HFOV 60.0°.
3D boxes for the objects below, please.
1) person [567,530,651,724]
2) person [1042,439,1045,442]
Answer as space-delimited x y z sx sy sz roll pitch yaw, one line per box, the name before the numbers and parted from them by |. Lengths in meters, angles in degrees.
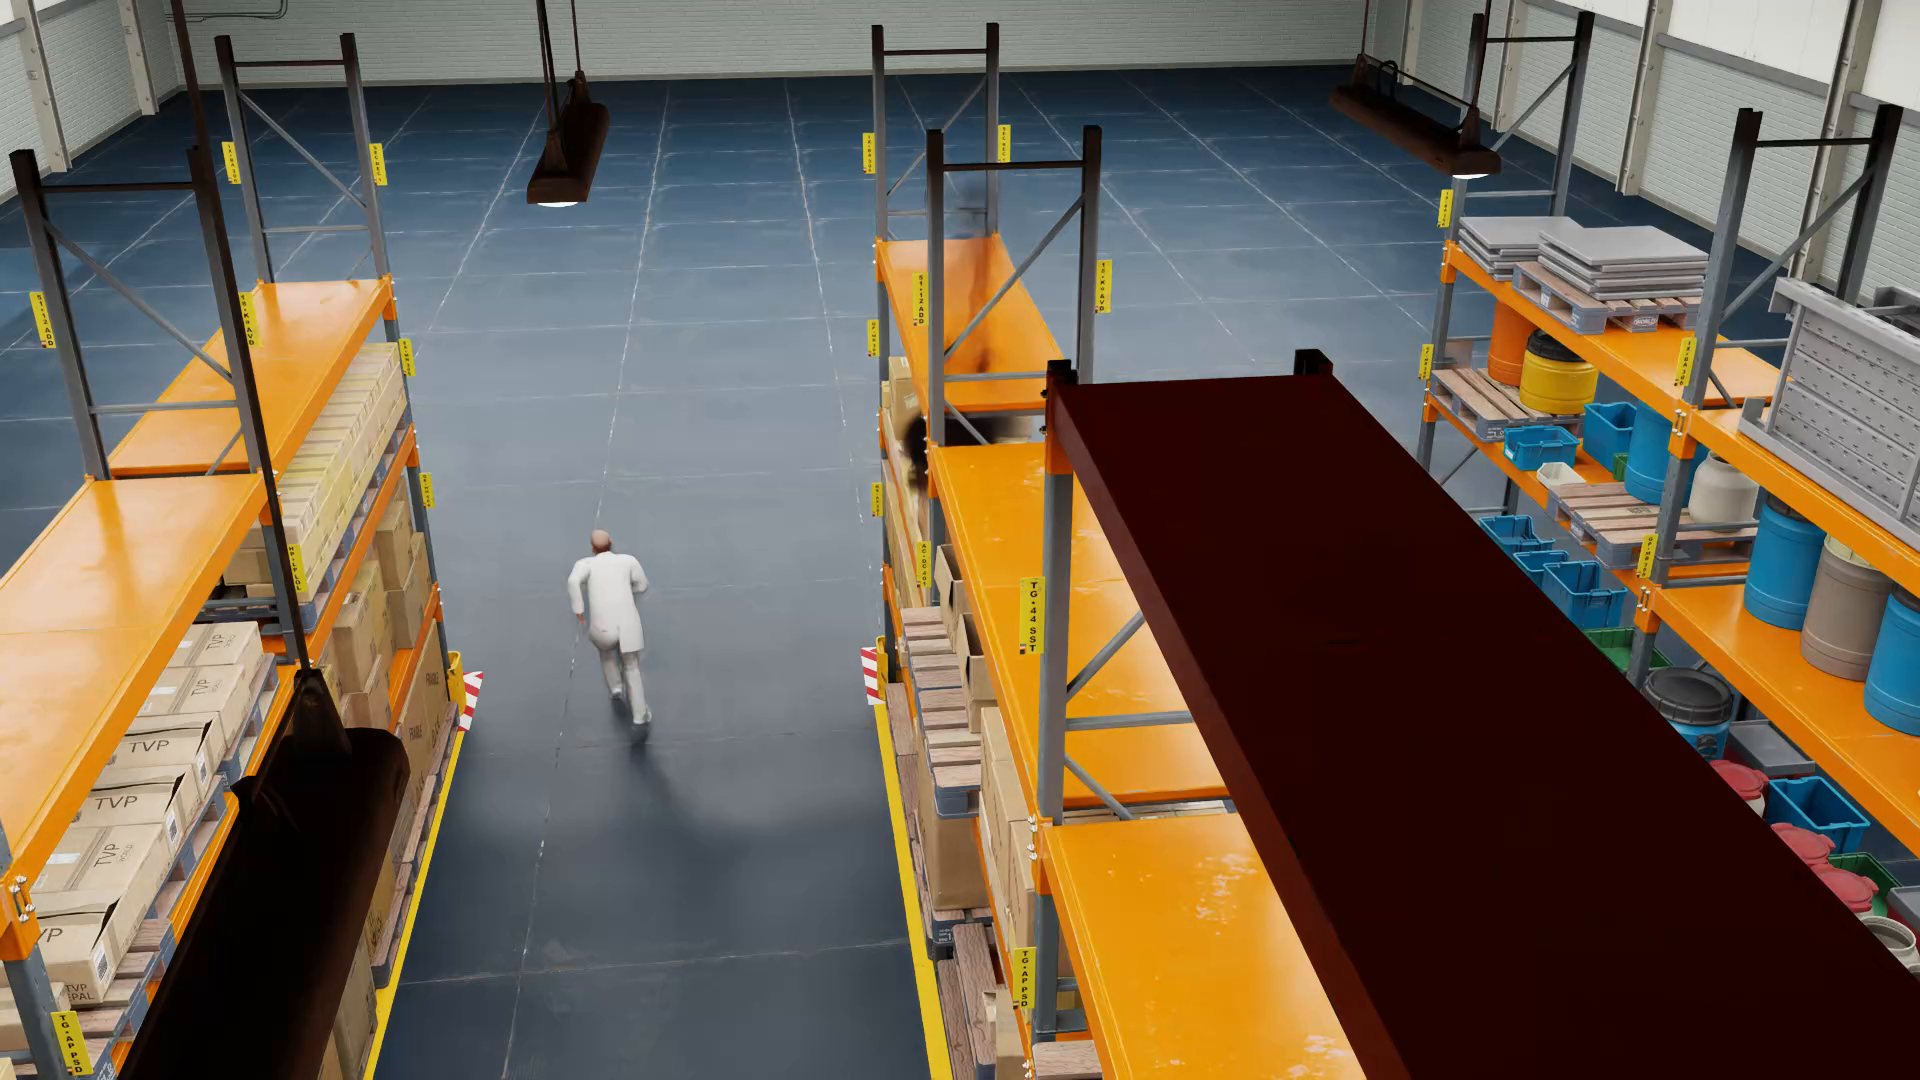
person | -3.067 0.852 14.842 0.753 1.740 1.071 -11 28 -22
person | 1.029 -0.629 17.876 0.644 1.675 0.664 10 27 21
